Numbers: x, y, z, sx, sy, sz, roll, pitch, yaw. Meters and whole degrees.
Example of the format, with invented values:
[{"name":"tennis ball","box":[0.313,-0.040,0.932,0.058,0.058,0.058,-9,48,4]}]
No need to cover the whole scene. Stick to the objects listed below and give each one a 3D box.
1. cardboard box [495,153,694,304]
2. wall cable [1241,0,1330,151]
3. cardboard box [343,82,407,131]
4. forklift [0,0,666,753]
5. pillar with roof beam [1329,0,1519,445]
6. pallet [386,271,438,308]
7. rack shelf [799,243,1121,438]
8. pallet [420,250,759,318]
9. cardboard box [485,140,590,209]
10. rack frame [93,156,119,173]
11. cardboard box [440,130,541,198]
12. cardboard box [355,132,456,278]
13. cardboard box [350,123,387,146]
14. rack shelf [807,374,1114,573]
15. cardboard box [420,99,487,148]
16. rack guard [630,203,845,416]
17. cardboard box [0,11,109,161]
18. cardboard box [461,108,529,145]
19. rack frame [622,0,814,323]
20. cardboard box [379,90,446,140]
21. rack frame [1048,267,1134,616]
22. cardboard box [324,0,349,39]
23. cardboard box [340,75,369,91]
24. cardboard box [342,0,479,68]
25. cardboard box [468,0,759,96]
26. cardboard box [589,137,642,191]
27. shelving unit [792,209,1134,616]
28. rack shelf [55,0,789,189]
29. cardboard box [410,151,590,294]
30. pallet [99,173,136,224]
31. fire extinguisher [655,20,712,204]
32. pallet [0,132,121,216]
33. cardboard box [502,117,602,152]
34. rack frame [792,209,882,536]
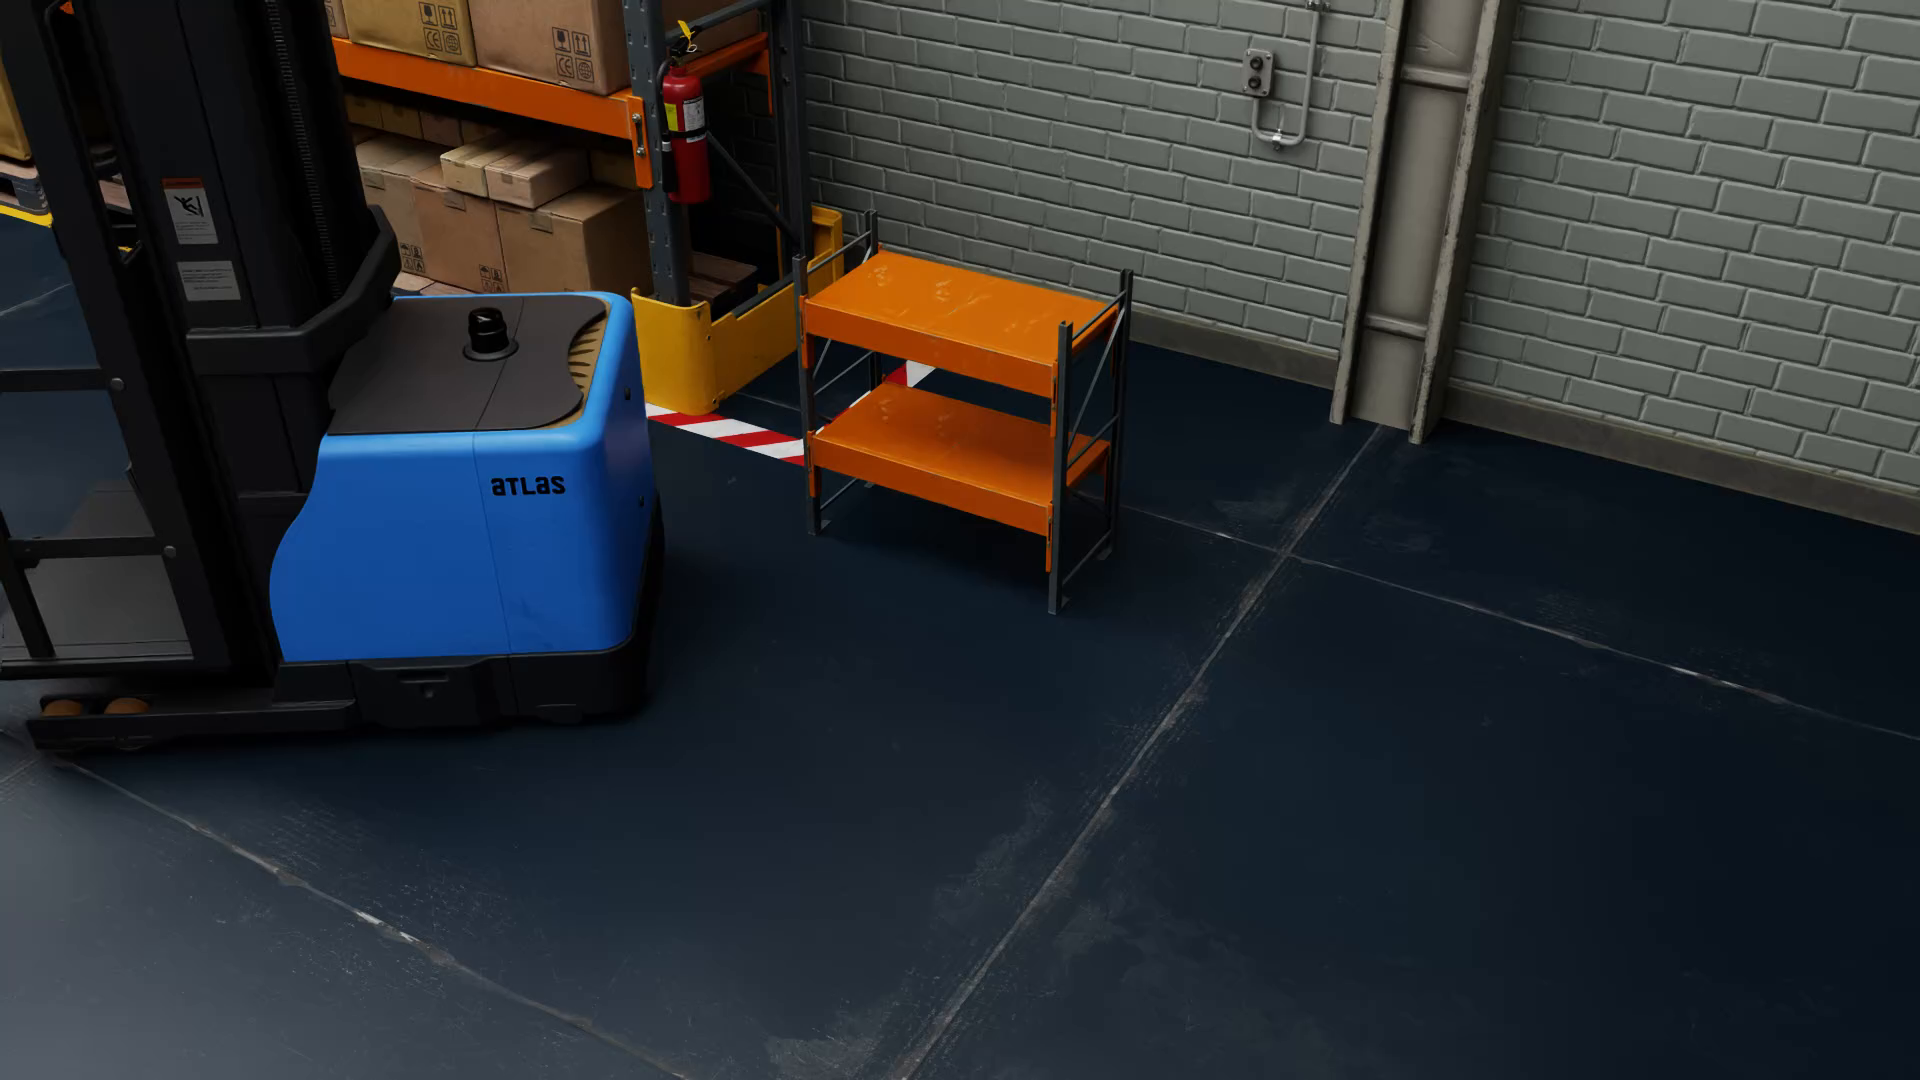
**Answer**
[{"name":"cardboard box","box":[-1.630,-1.372,7.481,0.500,0.500,0.700,18,37,24]},{"name":"wall cable","box":[0.609,-2.619,6.561,1.851,1.984,0.084,18,37,24]},{"name":"cardboard box","box":[-2.743,-2.122,8.021,0.250,0.149,0.380,17,37,24]},{"name":"forklift","box":[-2.564,-0.853,4.886,3.031,2.935,1.130,-2,34,-3]},{"name":"pillar with roof beam","box":[-0.335,-2.192,1.424,0.400,9.000,9.100,18,37,24]},{"name":"pallet","box":[-2.760,-1.451,8.239,1.213,0.211,1.003,18,37,24]},{"name":"rack shelf","box":[0.006,-0.710,5.773,1.000,0.278,0.538,18,37,24]},{"name":"pallet","box":[-1.705,-1.115,7.734,1.213,0.211,1.003,18,37,24]},{"name":"cardboard box","box":[-1.832,-1.590,7.222,0.250,0.149,0.380,17,37,24]},{"name":"rack frame","box":[-4.445,-3.193,8.339,0.127,3.000,1.000,18,37,24]},{"name":"cardboard box","box":[-2.054,-1.660,7.327,0.250,0.149,0.380,19,38,26]},{"name":"cardboard box","box":[-2.501,-1.648,7.894,0.500,0.500,0.700,16,37,23]},{"name":"cardboard box","box":[-2.968,-1.791,8.109,0.500,0.500,0.700,18,38,25]},{"name":"rack shelf","box":[0.006,-0.263,6.071,1.000,0.278,0.538,18,37,24]},{"name":"cardboard box","box":[-2.300,-1.982,7.811,0.250,0.149,0.380,18,38,25]},{"name":"rack guard","box":[-0.951,-1.046,7.370,0.348,0.500,1.175,18,37,24]},{"name":"cardboard box","box":[-5.074,-2.590,8.993,0.750,0.750,0.750,18,38,25]},{"name":"cardboard box","box":[-2.079,-1.912,7.706,0.250,0.149,0.380,18,38,25]},{"name":"rack frame","box":[-0.972,-2.093,6.687,0.127,3.000,1.000,18,37,24]},{"name":"cardboard box","box":[-2.524,-2.052,7.916,0.250,0.149,0.380,18,38,25]},{"name":"rack frame","box":[0.447,-0.327,5.725,0.032,1.125,0.500,18,37,24]},{"name":"cardboard box","box":[-2.715,-2.763,7.422,0.700,0.700,0.980,16,37,22]},{"name":"cardboard box","box":[-2.968,-2.192,8.127,0.250,0.149,0.380,18,38,25]},{"name":"cardboard box","box":[-2.057,-2.548,7.100,0.700,0.700,0.980,17,37,24]},{"name":"cardboard box","box":[-1.420,-2.354,6.808,0.700,0.700,0.980,19,38,26]},{"name":"cardboard box","box":[-1.422,-1.704,7.394,0.250,0.149,0.380,18,38,25]},{"name":"shelving unit","box":[0.006,-0.466,5.935,1.048,1.125,0.538,18,37,24]},{"name":"rack shelf","box":[-2.709,-2.344,7.713,4.000,0.370,1.077,18,37,24]},{"name":"cardboard box","box":[-2.064,-1.510,7.687,0.500,0.500,0.700,17,37,24]},{"name":"pallet","box":[-3.824,-1.786,8.742,1.213,0.211,1.003,18,37,24]},{"name":"fire extinguisher","box":[-1.070,-1.642,6.416,0.183,0.674,0.296,18,37,24]},{"name":"pallet","box":[-5.153,-2.209,9.376,1.213,0.211,1.003,18,37,24]},{"name":"cardboard box","box":[-1.862,-1.843,7.602,0.250,0.149,0.380,18,38,25]},{"name":"rack frame","box":[-0.435,-0.606,6.145,0.032,1.125,0.500,18,37,24]}]
